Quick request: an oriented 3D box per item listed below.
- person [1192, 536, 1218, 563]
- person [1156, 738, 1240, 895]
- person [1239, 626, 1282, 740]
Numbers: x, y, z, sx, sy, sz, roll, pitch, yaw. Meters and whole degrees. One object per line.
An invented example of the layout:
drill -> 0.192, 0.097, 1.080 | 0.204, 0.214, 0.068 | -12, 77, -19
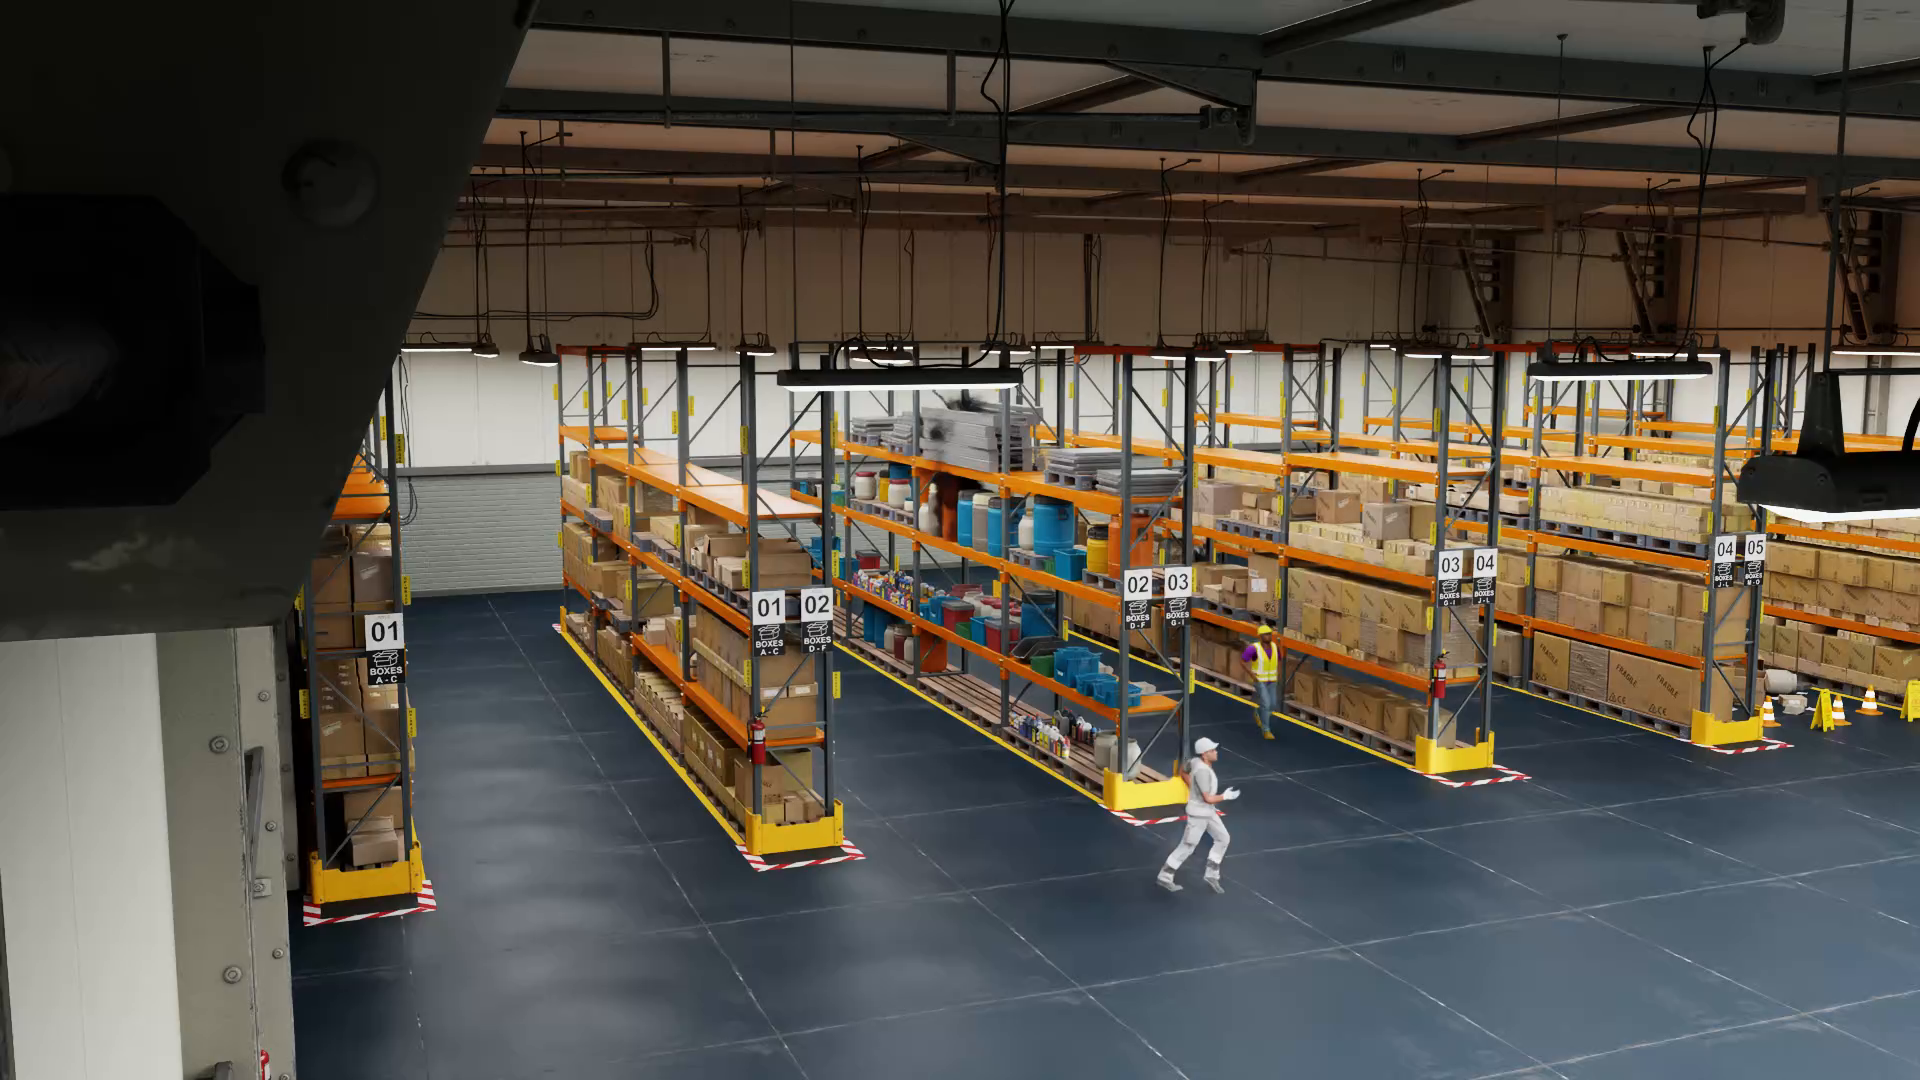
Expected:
person -> 5.446, 0.762, 37.068 | 0.658, 1.739, 0.953 | -2, 8, -18
person -> 2.671, 3.091, 18.610 | 0.910, 1.818, 0.674 | 1, 7, 11
person -> 4.704, 2.185, 25.868 | 0.711, 1.746, 0.718 | -3, 8, -21
